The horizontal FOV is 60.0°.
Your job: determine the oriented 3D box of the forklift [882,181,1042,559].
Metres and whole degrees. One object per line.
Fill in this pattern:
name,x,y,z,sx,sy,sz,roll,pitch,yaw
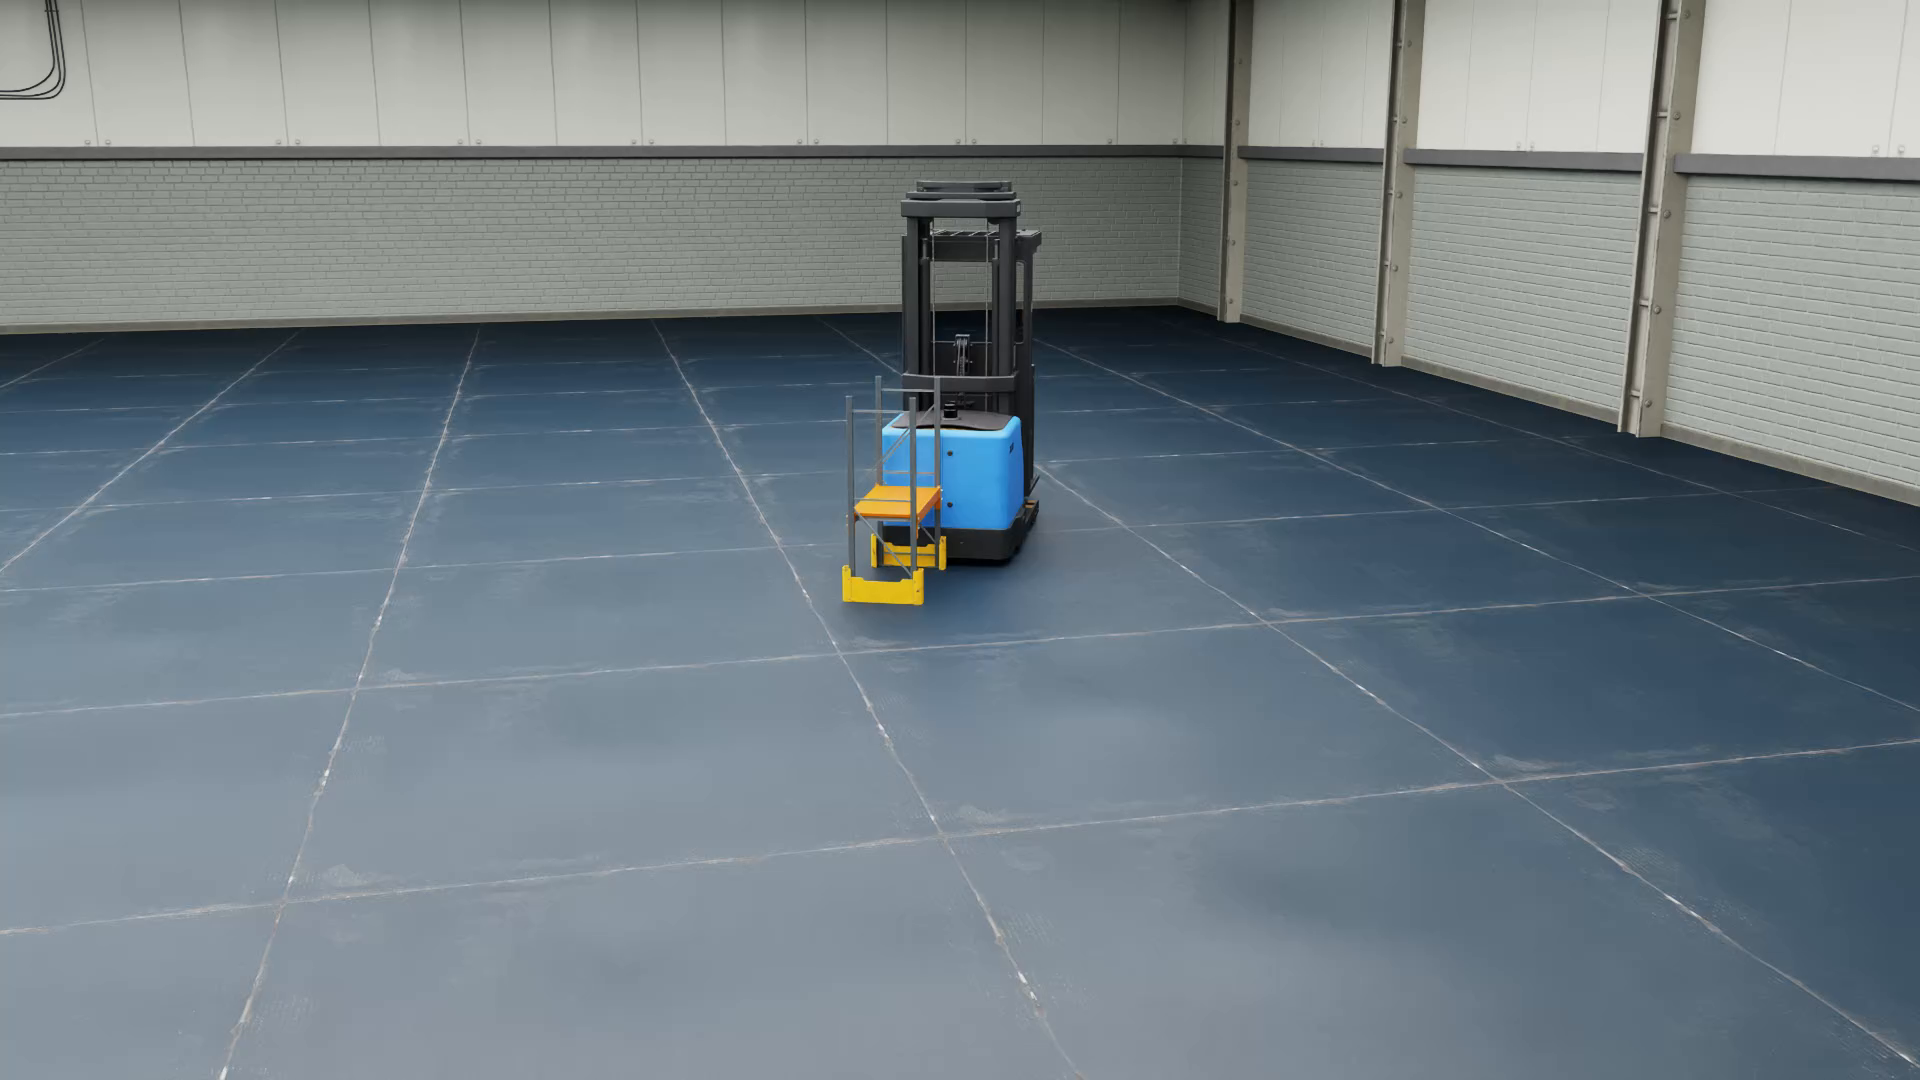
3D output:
forklift,0.098,-1.572,14.184,1.130,2.935,3.031,2,14,9

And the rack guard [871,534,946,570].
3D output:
rack guard,-0.402,0.093,13.019,0.587,0.250,0.087,2,14,9

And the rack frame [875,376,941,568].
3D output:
rack frame,-0.399,-0.519,12.889,0.500,1.500,0.032,2,14,9

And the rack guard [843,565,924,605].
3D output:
rack guard,-0.558,0.327,12.063,0.587,0.250,0.087,2,14,9

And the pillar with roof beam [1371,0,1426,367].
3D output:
pillar with roof beam,2.114,-6.720,22.473,9.100,9.000,0.400,-3,14,-13

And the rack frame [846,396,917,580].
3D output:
rack frame,-0.558,-0.280,11.914,0.500,1.500,0.032,2,14,9

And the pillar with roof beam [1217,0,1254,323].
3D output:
pillar with roof beam,0.705,-8.104,28.139,9.100,9.000,0.400,-3,14,-13

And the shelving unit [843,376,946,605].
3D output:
shelving unit,-0.480,-0.397,12.393,0.587,1.500,1.083,2,14,9

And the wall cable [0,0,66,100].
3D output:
wall cable,-15.904,-9.519,26.765,2.305,6.003,0.169,-3,14,-13

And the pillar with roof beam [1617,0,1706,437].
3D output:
pillar with roof beam,3.523,-5.336,16.808,9.100,9.000,0.400,-3,14,-13

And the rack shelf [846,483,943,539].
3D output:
rack shelf,-0.479,-0.225,12.444,0.538,0.185,1.000,2,14,9
